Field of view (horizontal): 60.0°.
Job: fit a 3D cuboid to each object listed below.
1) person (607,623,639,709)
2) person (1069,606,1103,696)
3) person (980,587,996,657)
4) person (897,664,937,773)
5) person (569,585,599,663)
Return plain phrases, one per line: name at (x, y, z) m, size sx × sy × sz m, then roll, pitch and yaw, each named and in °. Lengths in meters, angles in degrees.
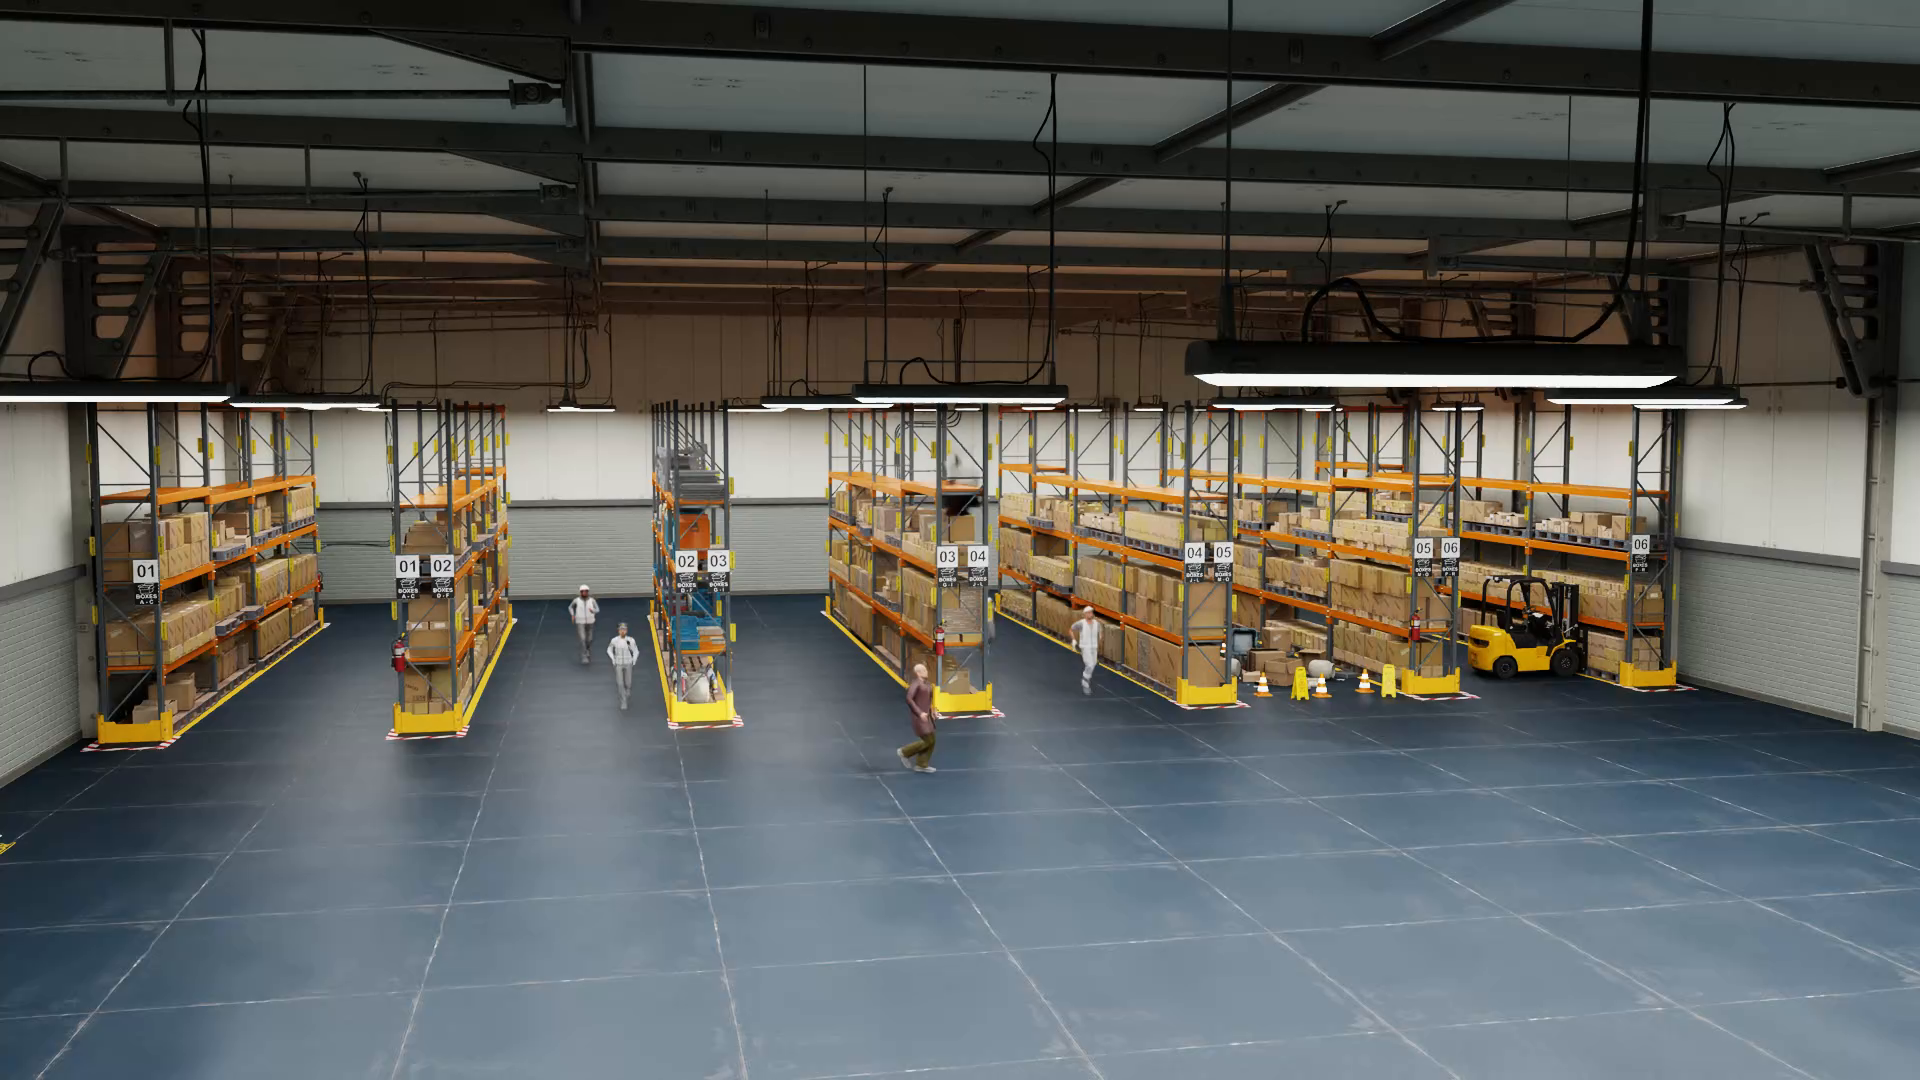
person at (-6.620, 2.446, 32.661) m, size 0.618 × 1.673 × 0.655 m, roll -1°, pitch 4°, yaw -10°
person at (2.636, 2.266, 34.062) m, size 0.644 × 1.828 × 0.748 m, roll -2°, pitch 5°, yaw -27°
person at (0.638, 1.930, 39.220) m, size 0.561 × 1.681 × 0.599 m, roll -1°, pitch 5°, yaw -18°
person at (-0.682, 2.853, 26.621) m, size 0.630 × 1.743 × 0.703 m, roll 1°, pitch 4°, yaw 13°
person at (-8.670, 1.915, 38.450) m, size 0.653 × 1.760 × 0.968 m, roll -2°, pitch 5°, yaw -24°
